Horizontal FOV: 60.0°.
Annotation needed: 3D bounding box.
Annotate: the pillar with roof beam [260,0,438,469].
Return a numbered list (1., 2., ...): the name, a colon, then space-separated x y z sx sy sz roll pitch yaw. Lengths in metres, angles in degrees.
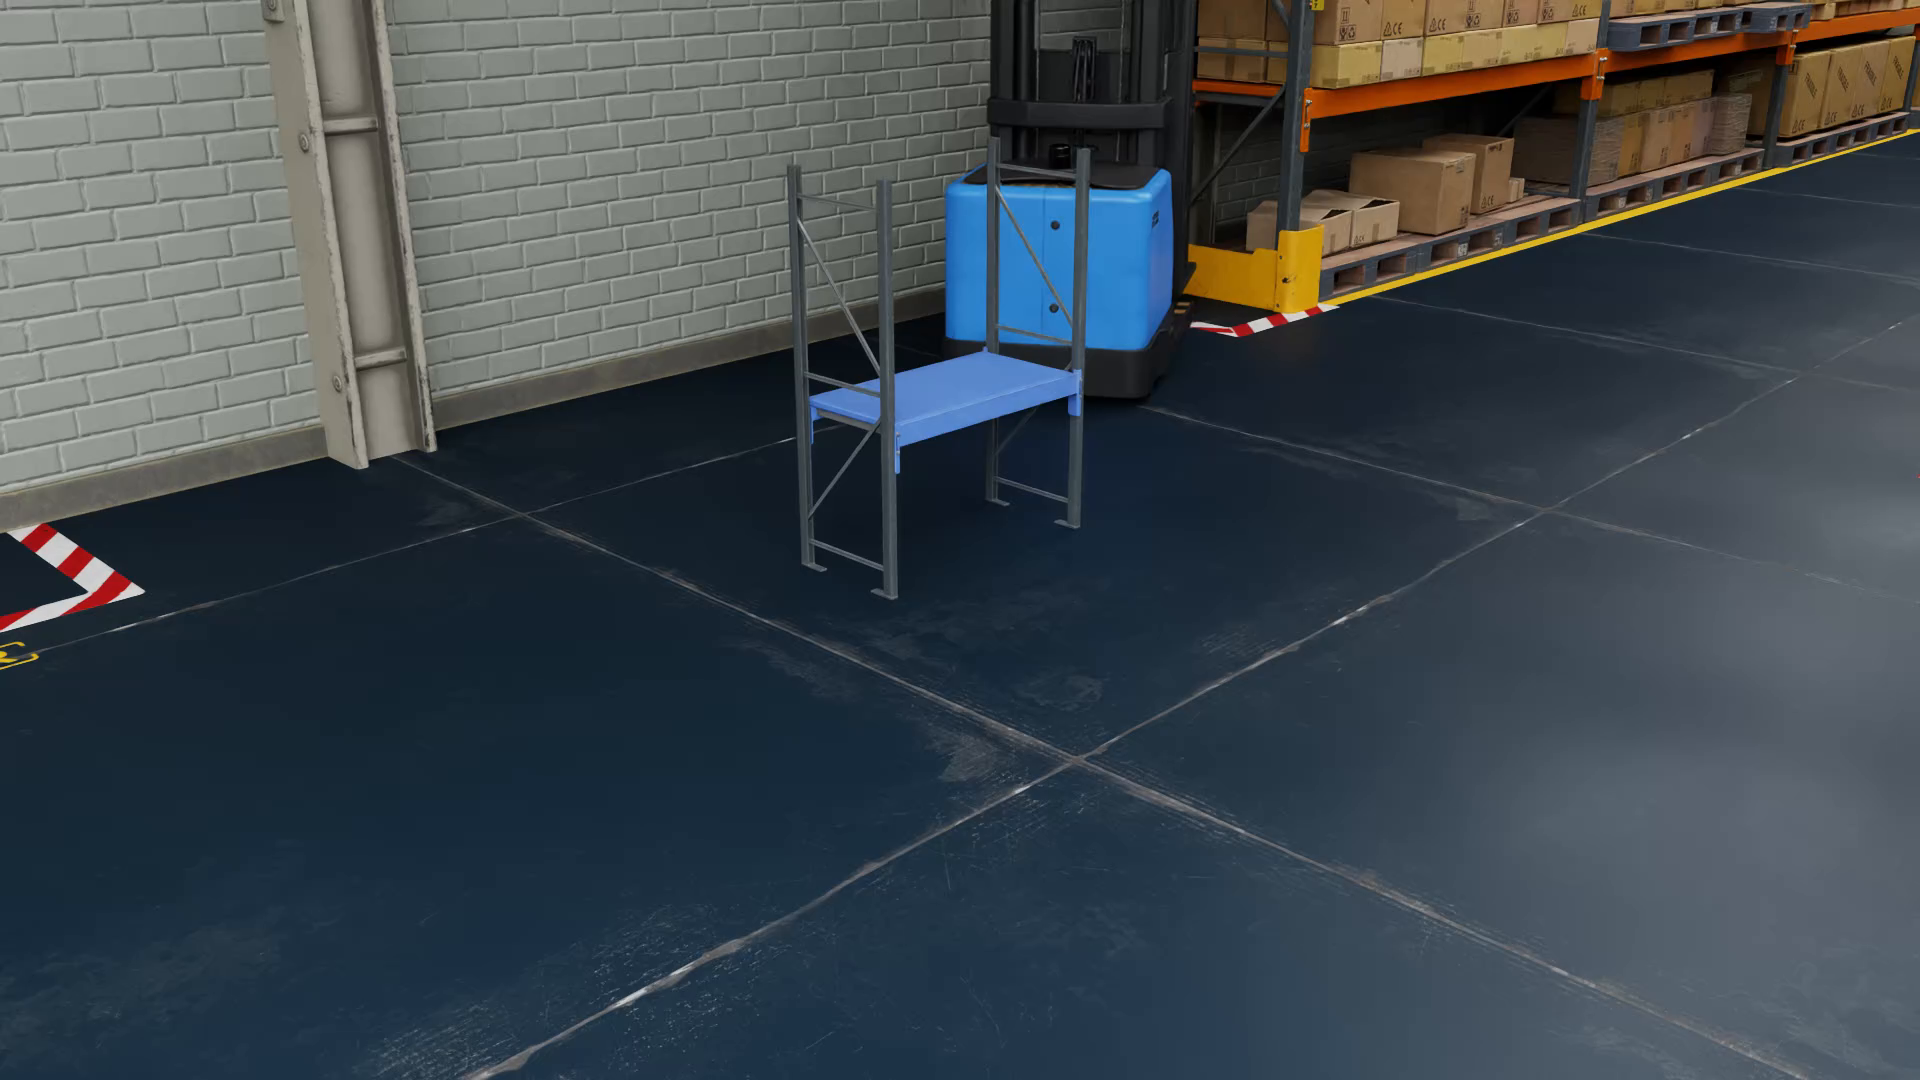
1. pillar with roof beam: 0.436 -3.525 3.203 9.100 9.000 0.400 19 28 41

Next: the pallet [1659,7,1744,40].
1. pallet: 5.898 -4.396 14.098 1.003 0.211 1.213 19 28 41

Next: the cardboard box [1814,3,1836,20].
1. cardboard box: 8.073 -5.033 15.810 0.250 0.149 0.380 -19 28 -40

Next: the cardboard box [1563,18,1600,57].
1. cardboard box: 4.345 -3.718 12.248 0.500 0.250 0.500 19 28 41

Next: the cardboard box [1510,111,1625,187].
1. cardboard box: 4.960 -3.208 13.611 0.500 0.500 0.700 -19 28 -40

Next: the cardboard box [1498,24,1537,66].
1. cardboard box: 3.652 -3.459 11.574 0.500 0.250 0.500 19 28 40

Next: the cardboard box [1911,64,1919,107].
1. cardboard box: 10.635 -5.229 18.896 0.700 0.500 0.500 20 29 41

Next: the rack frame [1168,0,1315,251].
1. rack frame: 1.668 -2.948 10.064 1.000 3.000 0.127 19 28 41

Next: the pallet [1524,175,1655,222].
1. pallet: 5.001 -2.875 13.761 1.003 0.211 1.213 19 28 41

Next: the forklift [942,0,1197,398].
1. forklift: 0.762 -2.562 9.155 1.130 2.935 3.031 5 22 13

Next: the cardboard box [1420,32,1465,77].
1. cardboard box: 2.948 -3.200 10.900 0.500 0.250 0.500 19 28 40

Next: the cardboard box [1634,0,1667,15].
1. cardboard box: 5.233 -4.492 13.329 0.500 0.500 0.700 -17 27 -37

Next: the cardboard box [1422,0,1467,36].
1. cardboard box: 2.934 -3.541 10.742 0.500 0.500 0.500 18 27 39

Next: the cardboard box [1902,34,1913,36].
1. cardboard box: 11.474 -5.944 19.852 0.380 0.149 0.250 20 28 41

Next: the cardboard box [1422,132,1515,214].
1. cardboard box: 3.763 -2.738 12.388 0.500 0.500 0.500 17 27 37

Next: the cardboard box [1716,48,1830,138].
1. cardboard box: 7.856 -4.353 16.131 0.750 0.750 0.750 19 28 40

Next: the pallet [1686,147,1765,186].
1. pallet: 6.703 -3.502 15.393 1.003 0.211 1.213 19 28 41

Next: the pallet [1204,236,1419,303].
1. pallet: 2.313 -1.866 11.135 1.003 0.211 1.213 19 28 41

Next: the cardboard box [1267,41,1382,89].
1. cardboard box: 2.236 -2.933 10.207 0.500 0.250 0.500 18 28 39

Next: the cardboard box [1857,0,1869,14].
1. cardboard box: 8.895 -5.386 16.729 0.250 0.149 0.380 -19 28 -40

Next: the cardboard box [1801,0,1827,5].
1. cardboard box: 7.771 -5.260 15.497 0.500 0.500 0.500 -19 28 -40

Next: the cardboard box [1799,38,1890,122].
1. cardboard box: 9.061 -4.796 17.284 0.750 0.750 0.750 -19 28 -40

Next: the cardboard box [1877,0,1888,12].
1. cardboard box: 9.274 -5.512 17.057 0.380 0.149 0.250 19 28 41

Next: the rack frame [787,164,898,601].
1. rack frame: -0.414 -0.547 5.908 0.500 1.500 0.032 19 28 41

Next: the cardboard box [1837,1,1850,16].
1. cardboard box: 8.522 -5.261 16.403 0.250 0.149 0.380 -20 28 -41

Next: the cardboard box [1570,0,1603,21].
1. cardboard box: 4.350 -4.067 12.110 0.500 0.500 0.500 19 28 41

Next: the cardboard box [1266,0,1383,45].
1. cardboard box: 2.217 -3.285 10.076 0.500 0.500 0.500 19 28 41

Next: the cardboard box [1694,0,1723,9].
1. cardboard box: 6.075 -4.807 14.149 0.700 0.500 0.500 19 28 41

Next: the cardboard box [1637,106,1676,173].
1. cardboard box: 5.670 -3.475 14.305 0.700 0.500 0.500 20 28 41

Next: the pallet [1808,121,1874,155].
1. pallet: 8.704 -4.199 17.204 1.003 0.211 1.213 19 28 41

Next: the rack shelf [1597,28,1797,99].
1. rack shelf: 5.854 -4.155 14.205 1.077 0.370 4.000 19 28 41

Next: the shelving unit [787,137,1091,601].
1. shelving unit: -0.060 -0.678 6.248 0.538 1.500 1.048 19 28 41

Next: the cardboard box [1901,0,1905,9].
1. cardboard box: 9.635 -5.641 17.392 0.250 0.149 0.380 -19 28 -40

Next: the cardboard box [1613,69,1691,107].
1. cardboard box: 5.986 -3.931 14.446 0.500 0.250 0.500 19 28 40

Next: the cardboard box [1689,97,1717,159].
1. cardboard box: 6.342 -3.742 14.999 0.700 0.500 0.500 19 28 41

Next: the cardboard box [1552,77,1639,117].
1. cardboard box: 5.265 -3.672 13.774 0.500 0.250 0.500 19 28 40

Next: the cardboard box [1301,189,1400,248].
1. cardboard box: 2.613 -2.200 11.253 0.500 0.311 0.500 -17 27 -38

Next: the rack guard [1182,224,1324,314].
1. rack guard: 1.721 -1.801 10.563 1.175 0.500 0.348 19 28 41

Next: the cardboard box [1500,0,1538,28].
1. cardboard box: 3.647 -3.810 11.443 0.500 0.500 0.500 18 28 39

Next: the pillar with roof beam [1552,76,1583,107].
1. pillar with roof beam: 8.807 -6.610 11.228 9.100 9.000 0.400 19 28 41

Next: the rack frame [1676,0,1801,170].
1. rack frame: 7.249 -5.005 15.414 1.000 3.000 0.127 19 28 41

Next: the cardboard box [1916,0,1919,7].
1. cardboard box: 10.007 -5.767 17.720 0.380 0.149 0.250 20 28 41

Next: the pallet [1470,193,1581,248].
1. pallet: 4.016 -2.493 12.767 1.003 0.211 1.213 19 28 41

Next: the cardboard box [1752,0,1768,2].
1. cardboard box: 6.928 -5.133 14.996 0.700 0.500 0.500 15 26 35
